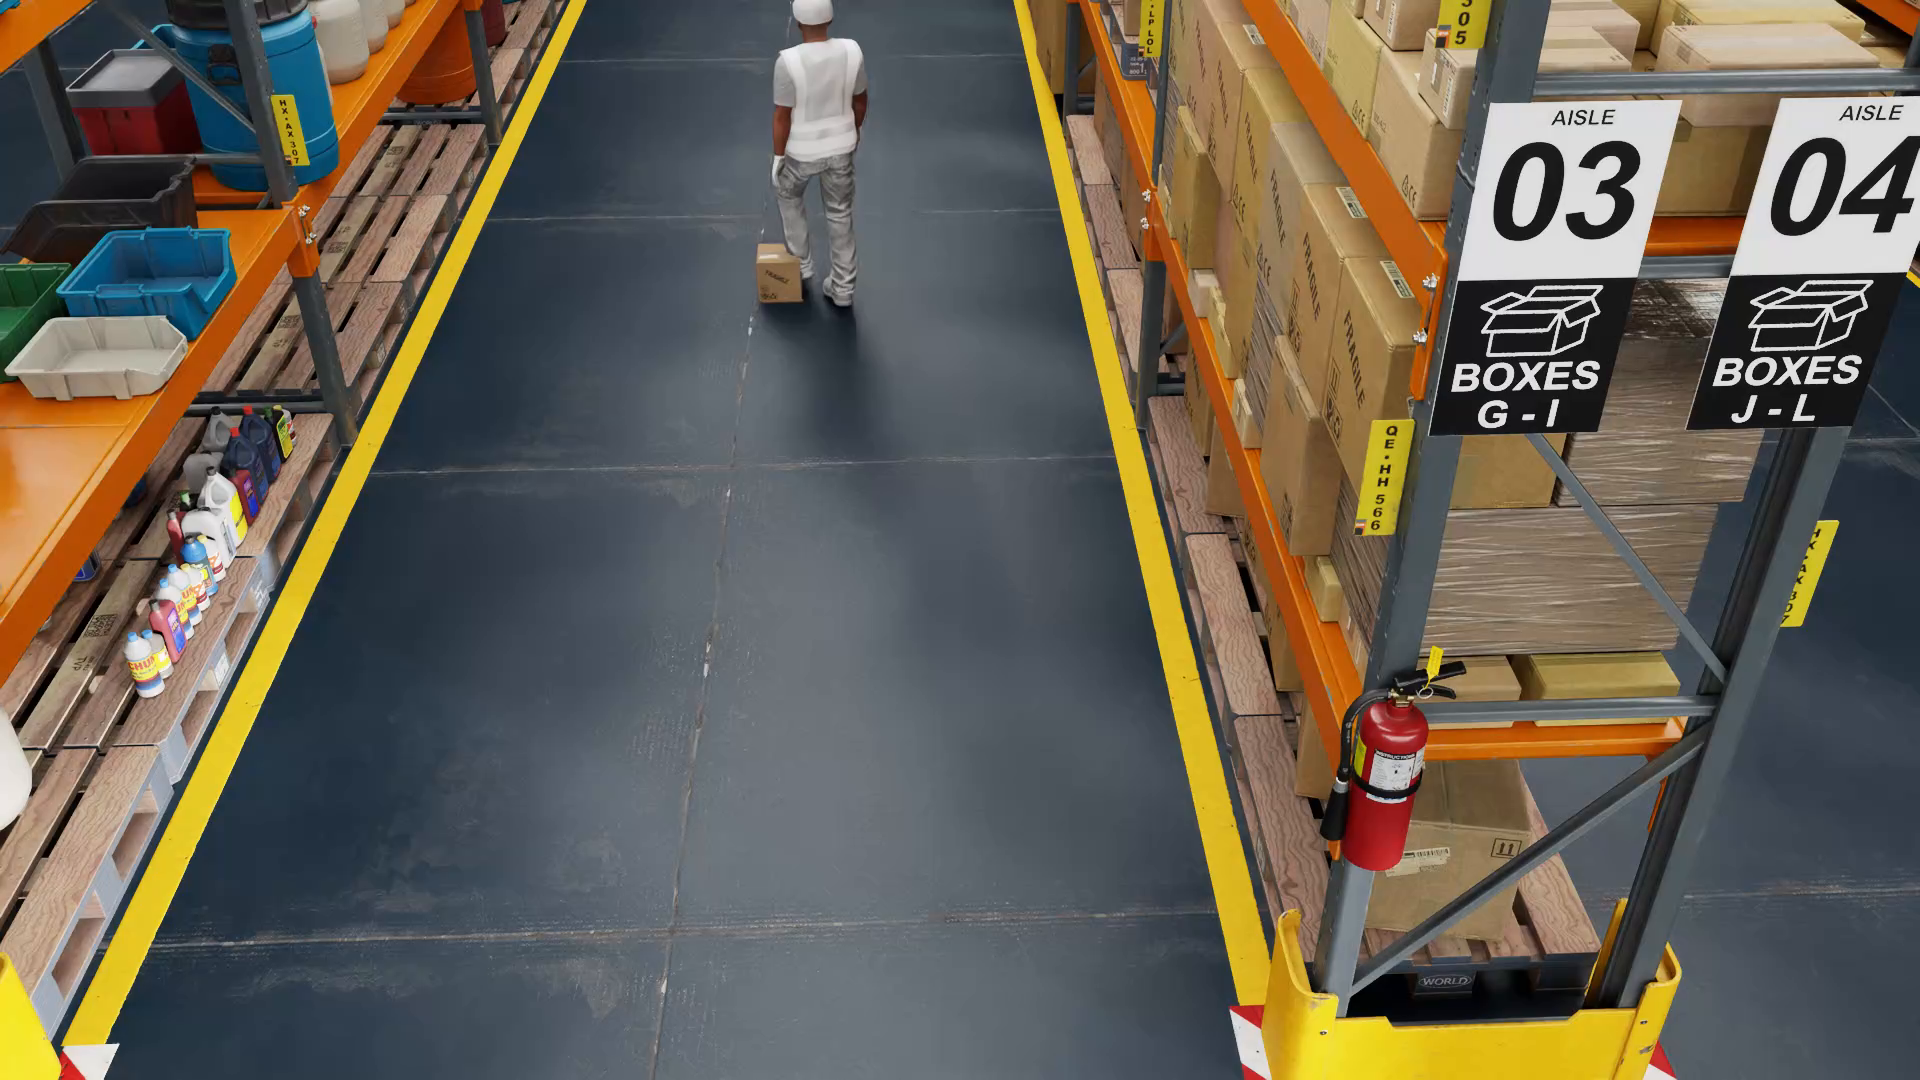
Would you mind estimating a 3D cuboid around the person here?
[{"bbox_3d":[-0.802,-2.168,9.251,0.615,1.844,0.591,-13,37,-18],"label":"person"}]
